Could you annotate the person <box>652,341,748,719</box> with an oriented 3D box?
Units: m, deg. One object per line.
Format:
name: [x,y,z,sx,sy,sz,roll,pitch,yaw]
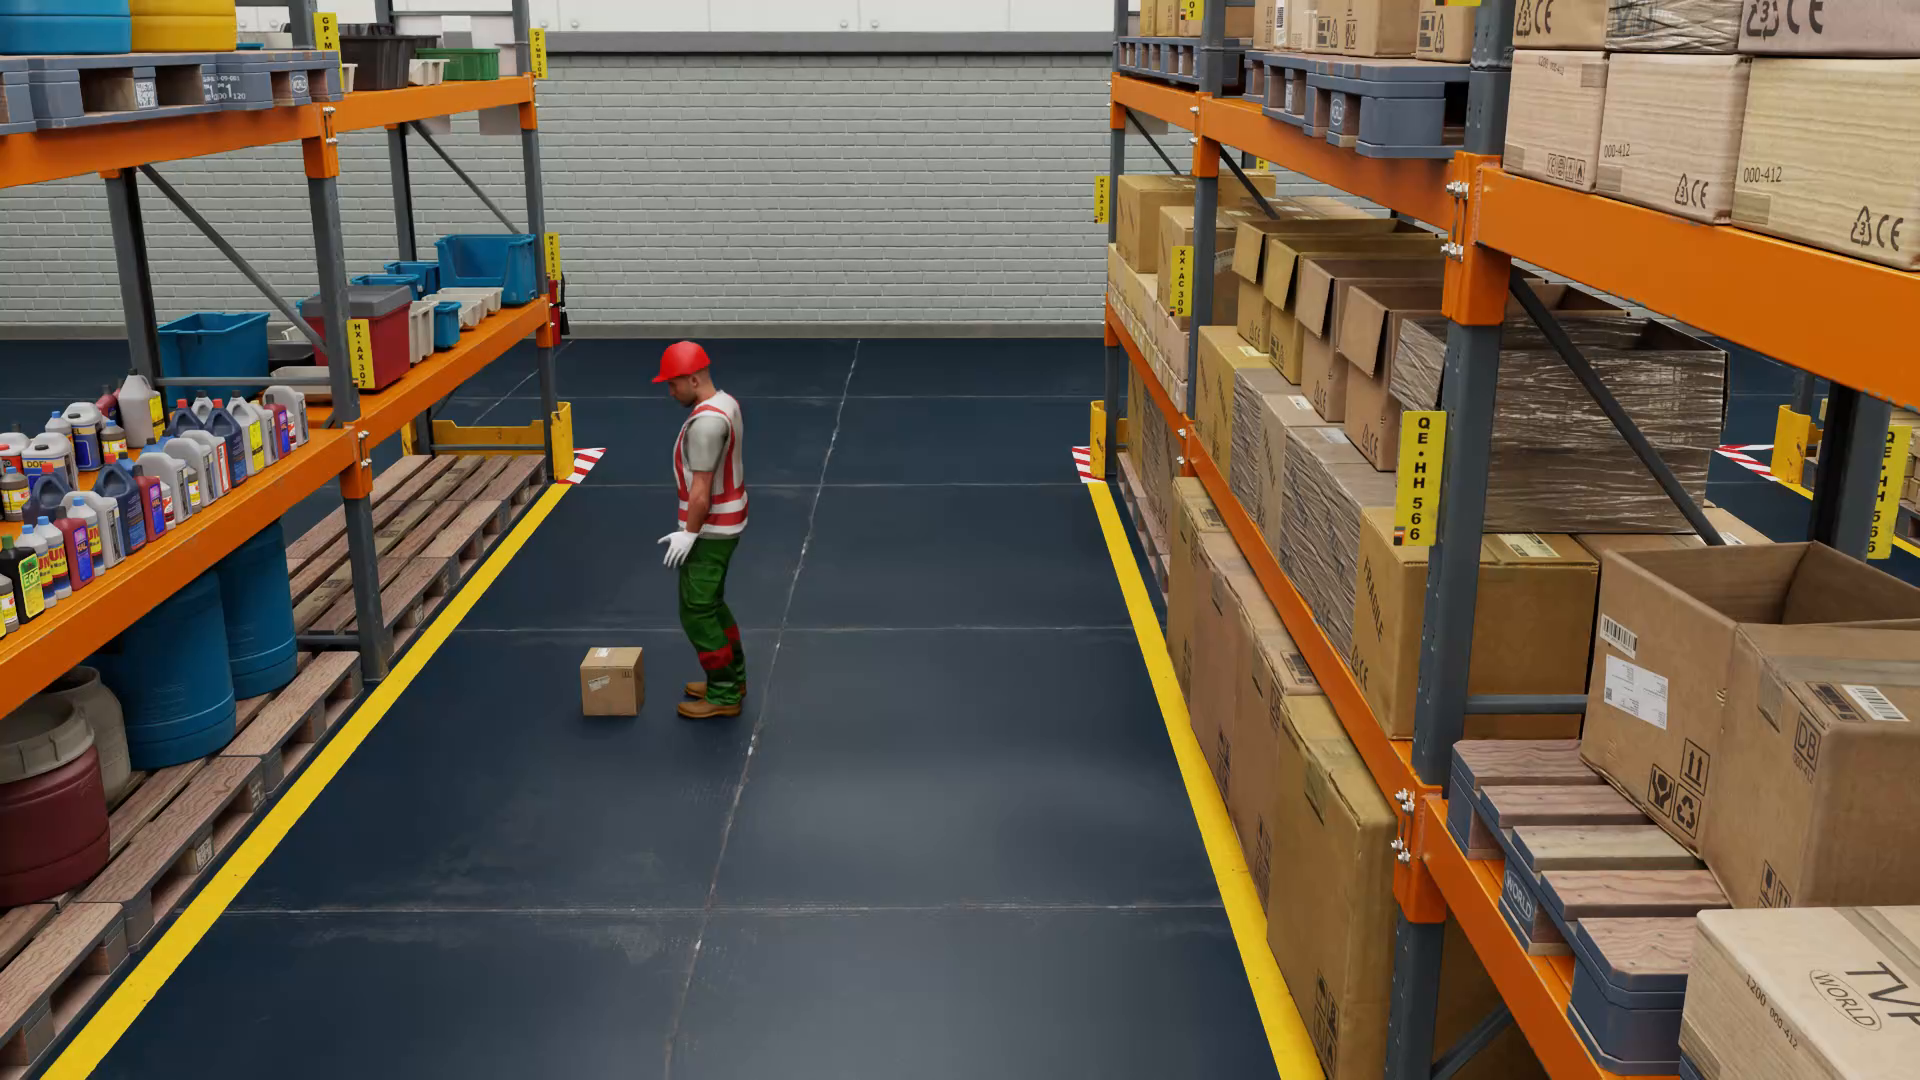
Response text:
person: [-1.185,-0.045,7.695,0.400,1.762,0.534,0,17,0]
